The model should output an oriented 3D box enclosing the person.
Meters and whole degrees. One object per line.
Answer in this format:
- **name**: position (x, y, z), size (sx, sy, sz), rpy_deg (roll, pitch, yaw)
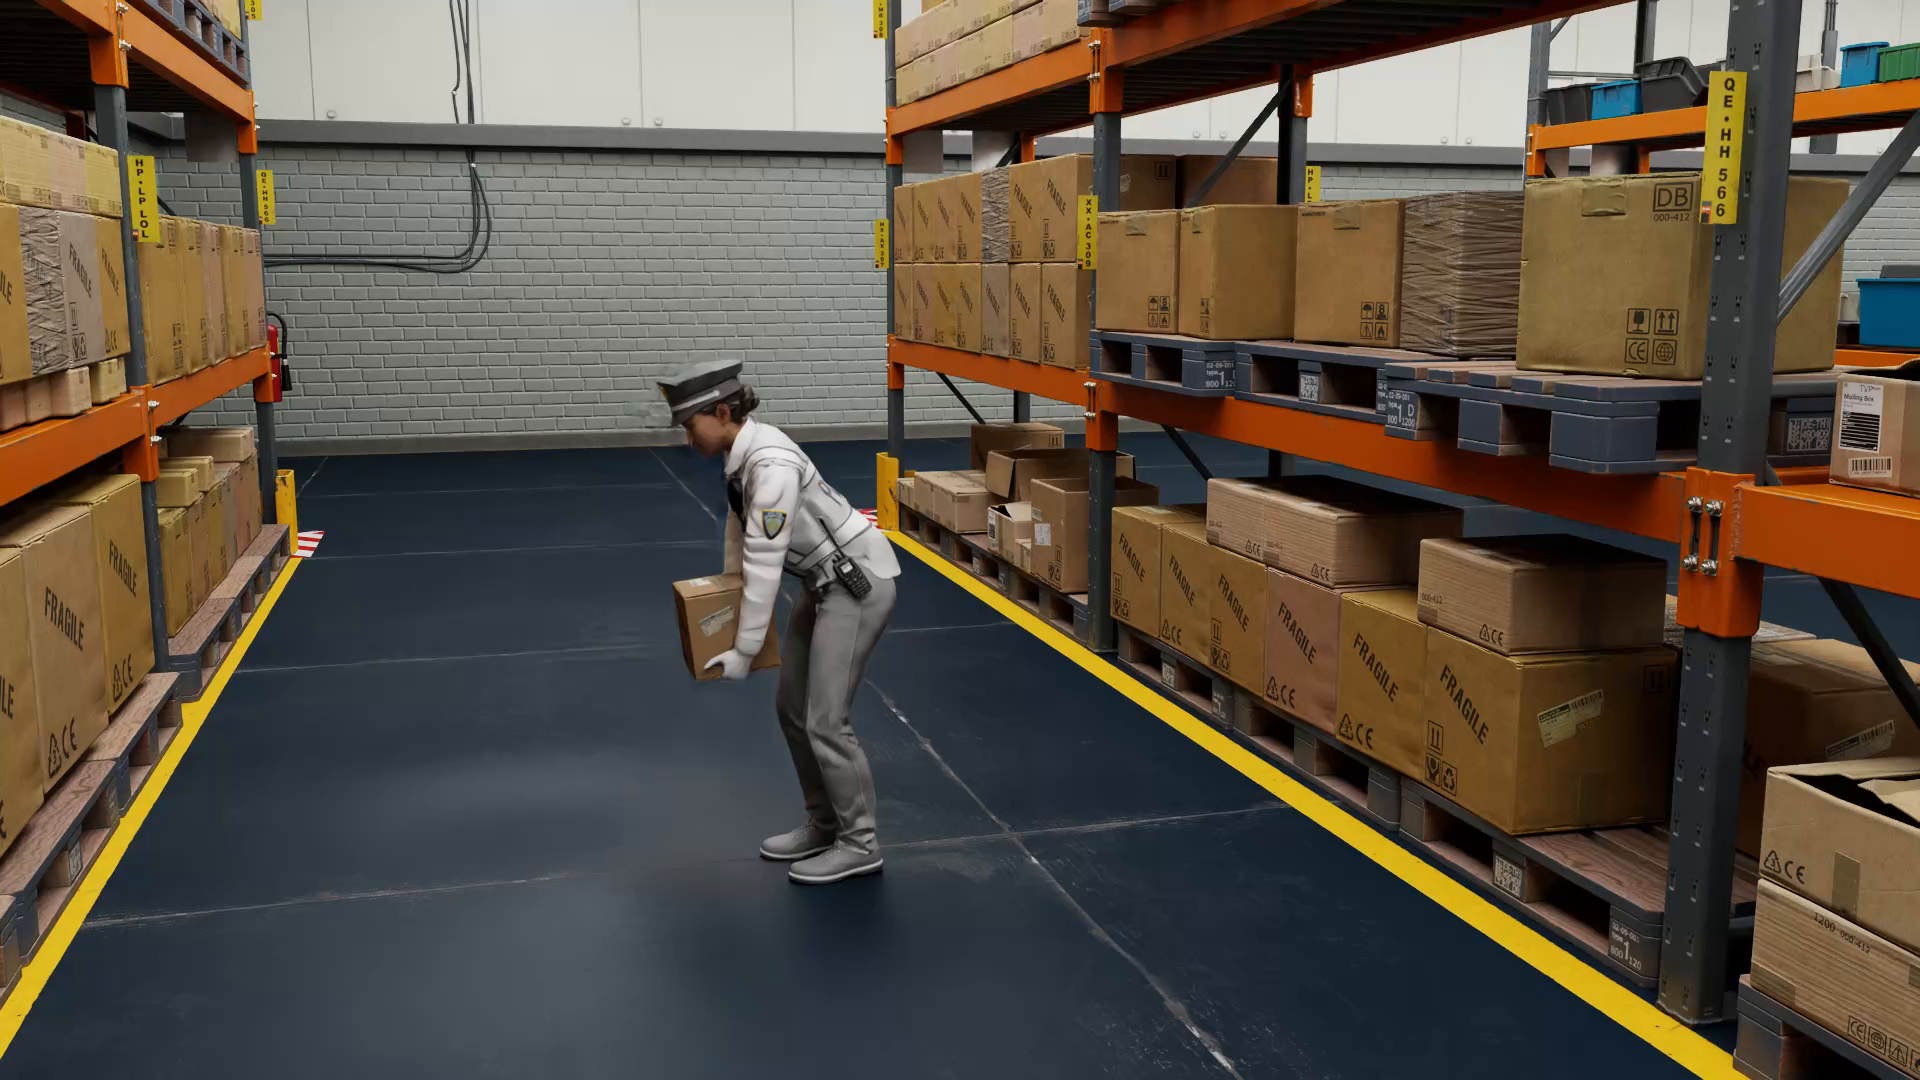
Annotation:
- **person**: position (-0.520, 0.236, 4.883), size (0.695, 1.530, 0.406), rpy_deg (-3, 10, -17)
